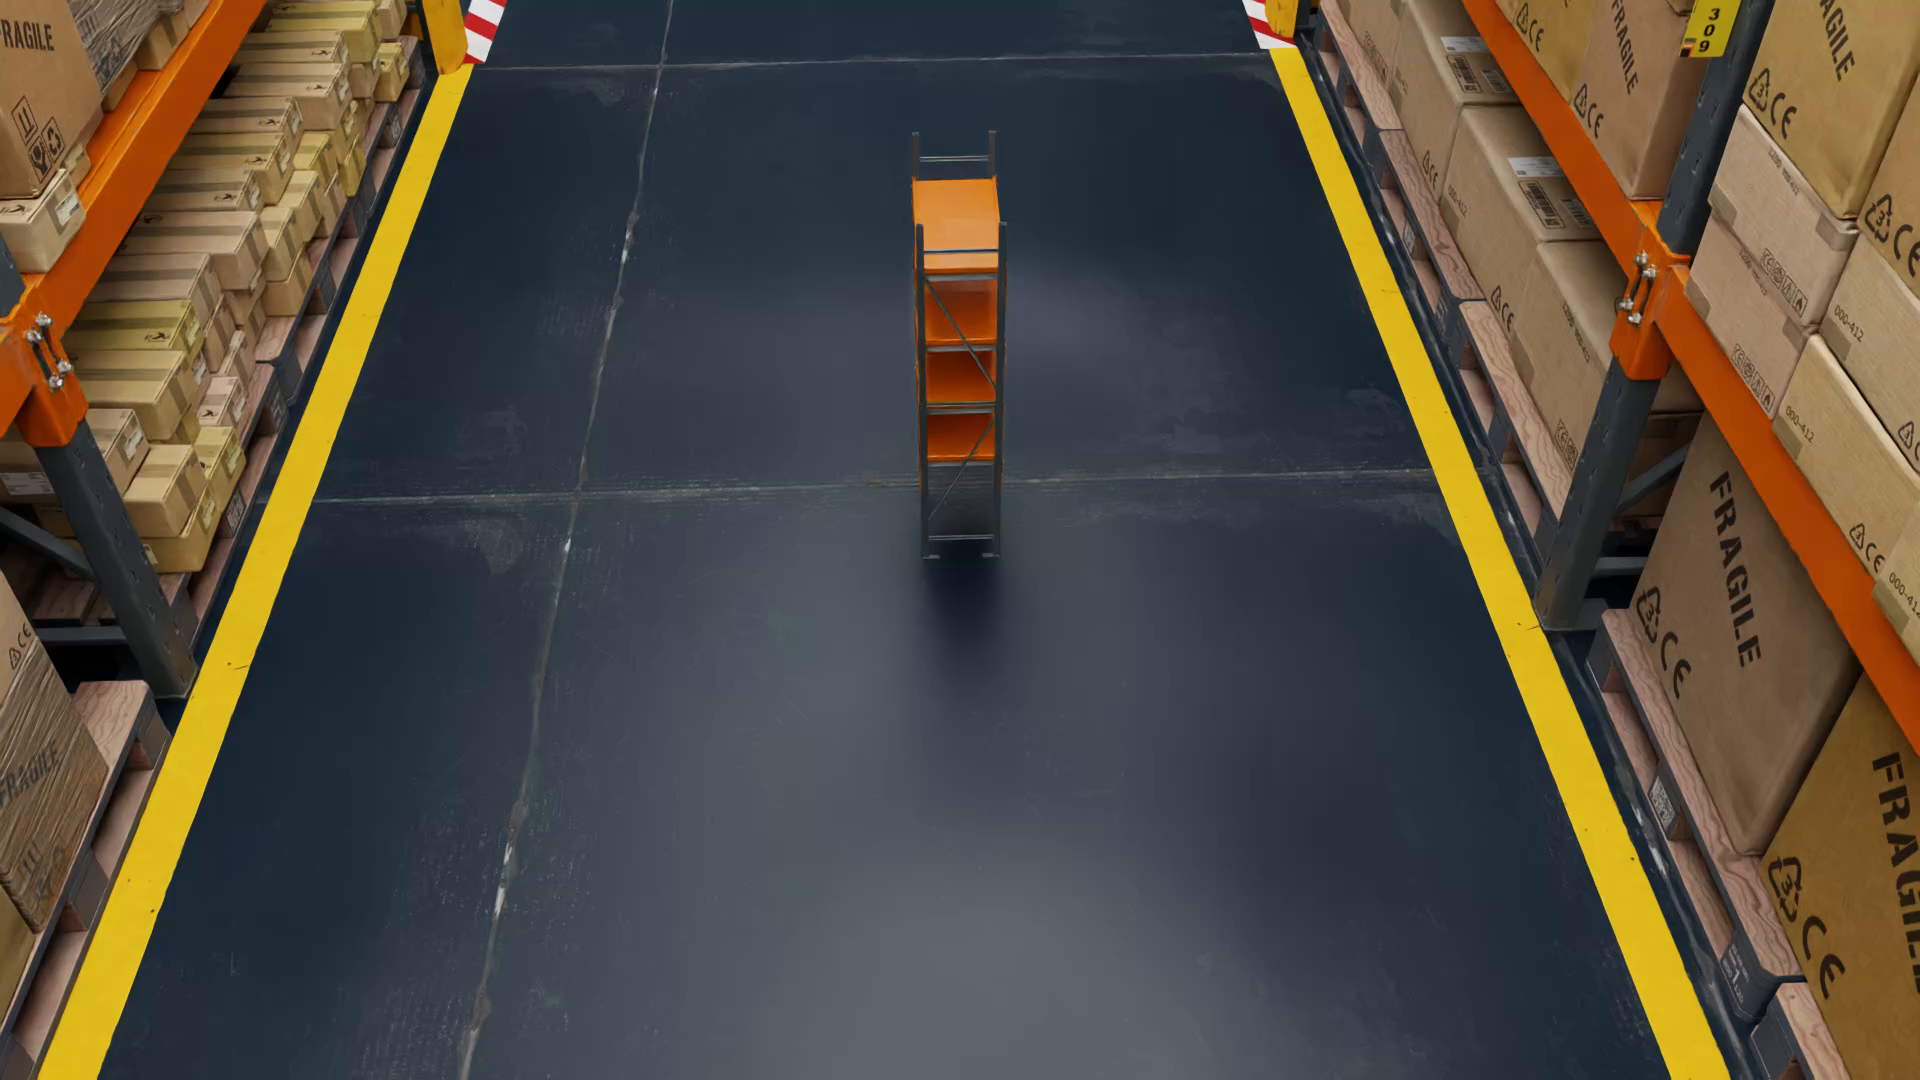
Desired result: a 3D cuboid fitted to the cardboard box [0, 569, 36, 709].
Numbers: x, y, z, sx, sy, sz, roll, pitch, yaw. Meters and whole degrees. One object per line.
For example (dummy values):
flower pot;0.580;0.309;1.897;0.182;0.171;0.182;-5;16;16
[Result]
cardboard box;-2.425;0.312;3.674;0.500;0.250;0.500;-3;43;-3

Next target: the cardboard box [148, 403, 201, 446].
cardboard box;-2.506;-0.309;4.947;0.380;0.149;0.250;-1;43;-1

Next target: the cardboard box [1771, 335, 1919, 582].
cardboard box;2.010;-0.175;3.332;0.500;0.250;0.500;-3;43;-3

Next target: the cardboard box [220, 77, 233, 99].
cardboard box;-2.639;-1.704;6.468;0.380;0.149;0.250;-2;43;-2

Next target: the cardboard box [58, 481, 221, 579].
cardboard box;-2.404;-0.033;4.865;0.380;0.149;0.250;-3;43;-4

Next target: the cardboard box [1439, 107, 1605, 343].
cardboard box;2.274;-1.126;5.843;0.875;0.438;0.875;-3;43;-3

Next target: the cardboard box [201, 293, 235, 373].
cardboard box;-2.561;-0.655;5.324;0.380;0.149;0.250;-4;43;-4

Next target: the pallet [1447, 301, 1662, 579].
pallet;2.278;-0.372;5.499;1.003;0.211;1.213;-2;43;-2

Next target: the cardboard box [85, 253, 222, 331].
cardboard box;-2.564;-0.768;5.226;0.380;0.149;0.250;-3;43;-3

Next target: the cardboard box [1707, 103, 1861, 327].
cardboard box;1.969;-0.708;3.543;0.500;0.250;0.500;-3;43;-3

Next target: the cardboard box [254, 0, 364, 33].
cardboard box;-2.650;-2.176;6.763;0.380;0.149;0.250;-1;43;-1

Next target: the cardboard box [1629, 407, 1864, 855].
cardboard box;2.338;0.161;4.116;0.875;0.875;0.875;0;43;0

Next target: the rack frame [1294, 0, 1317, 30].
rack frame;2.062;-3.584;6.941;1.000;3.000;0.127;-2;43;-2

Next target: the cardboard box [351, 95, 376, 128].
cardboard box;-2.611;-1.777;6.768;0.380;0.149;0.250;-2;43;-2

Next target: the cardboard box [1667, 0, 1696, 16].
cardboard box;1.936;-1.600;3.962;0.500;0.500;0.500;-2;43;-2

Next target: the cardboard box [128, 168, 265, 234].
cardboard box;-2.587;-1.124;5.615;0.380;0.149;0.250;-3;43;-4

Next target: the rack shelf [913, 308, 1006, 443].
rack shelf;-0.007;-0.504;5.012;0.258;0.148;0.480;-2;43;-2

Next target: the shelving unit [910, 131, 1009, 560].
shelving unit;-0.007;-0.554;4.966;0.258;1.200;0.503;-2;43;-2

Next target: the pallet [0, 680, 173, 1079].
pallet;-2.675;0.880;4.134;1.003;0.211;1.213;-2;43;-2

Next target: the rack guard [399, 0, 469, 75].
rack guard;-2.876;-2.401;7.500;1.175;0.500;0.348;-2;43;-2

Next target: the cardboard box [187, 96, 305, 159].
cardboard box;-2.597;-1.467;5.990;0.380;0.149;0.250;-3;43;-3

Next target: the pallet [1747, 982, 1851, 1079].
pallet;2.395;1.488;3.470;1.003;0.211;1.213;-2;43;-2

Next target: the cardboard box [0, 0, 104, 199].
cardboard box;-2.479;-1.162;4.003;0.500;0.500;0.500;-2;43;-3

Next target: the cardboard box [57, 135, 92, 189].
cardboard box;-2.480;-0.954;4.257;0.380;0.149;0.250;0;43;-1

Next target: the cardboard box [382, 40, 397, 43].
cardboard box;-2.649;-2.129;7.151;0.380;0.149;0.250;-1;43;-1

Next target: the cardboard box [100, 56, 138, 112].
cardboard box;-2.549;-1.316;4.652;0.380;0.149;0.250;-3;43;-4

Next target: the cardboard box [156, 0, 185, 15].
cardboard box;-2.492;-1.837;4.740;0.500;0.500;0.500;-2;43;-3

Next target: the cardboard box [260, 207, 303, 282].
cardboard box;-2.496;-1.014;5.715;0.380;0.149;0.250;-2;43;-2

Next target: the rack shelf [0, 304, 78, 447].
rack shelf;-2.625;0.942;2.535;1.077;0.370;4.000;-2;43;-2

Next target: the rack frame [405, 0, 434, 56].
rack frame;-2.879;-3.374;6.711;1.000;3.000;0.127;-2;43;-2

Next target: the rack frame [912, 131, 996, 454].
rack frame;-0.017;-0.719;5.146;0.240;1.200;0.015;-2;43;-2

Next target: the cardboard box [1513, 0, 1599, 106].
cardboard box;1.929;-1.574;4.673;0.500;0.500;0.500;-3;43;-3

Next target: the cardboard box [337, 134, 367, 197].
cardboard box;-2.514;-1.440;6.401;0.380;0.149;0.250;-3;43;-4

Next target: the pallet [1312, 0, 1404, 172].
pallet;2.174;-2.019;7.296;1.003;0.211;1.213;-2;43;-2

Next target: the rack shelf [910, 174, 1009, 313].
rack shelf;-0.007;-0.844;4.701;0.258;0.148;0.480;-2;43;-2

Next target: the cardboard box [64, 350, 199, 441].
cardboard box;-2.470;-0.423;4.850;0.380;0.149;0.250;0;43;0

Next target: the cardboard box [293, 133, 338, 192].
cardboard box;-2.521;-1.366;6.099;0.380;0.149;0.250;0;43;0

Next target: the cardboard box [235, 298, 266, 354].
cardboard box;-2.585;-0.729;5.625;0.380;0.149;0.250;-3;43;-4

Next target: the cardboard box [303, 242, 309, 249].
cardboard box;-2.587;-1.082;6.010;0.380;0.149;0.250;-1;43;-1

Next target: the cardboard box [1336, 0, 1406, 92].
cardboard box;2.190;-2.352;7.181;0.875;0.438;0.875;-3;43;-3

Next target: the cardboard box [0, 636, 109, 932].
cardboard box;-2.426;0.585;3.931;0.500;0.500;0.500;-2;43;-3

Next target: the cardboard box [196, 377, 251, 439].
cardboard box;-2.478;-0.379;5.242;0.380;0.149;0.250;-2;43;-2

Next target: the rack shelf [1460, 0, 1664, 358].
rack shelf;2.147;-1.969;5.711;1.077;0.370;4.000;-2;43;-2

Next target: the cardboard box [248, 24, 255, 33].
cardboard box;-3.065;-2.151;6.736;0.380;0.149;0.250;-1;43;-1

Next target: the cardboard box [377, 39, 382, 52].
cardboard box;-2.615;-2.062;6.858;0.380;0.149;0.250;-3;43;-3

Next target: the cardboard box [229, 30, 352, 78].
cardboard box;-2.565;-1.828;6.383;0.380;0.149;0.250;-3;43;-4

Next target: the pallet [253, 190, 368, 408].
pallet;-2.828;-0.924;6.102;1.003;0.211;1.213;-2;43;-2

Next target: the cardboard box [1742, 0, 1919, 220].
cardboard box;1.963;-0.984;3.290;0.500;0.500;0.500;-1;43;-1

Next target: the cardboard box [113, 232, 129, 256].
cardboard box;-3.028;-0.979;5.677;0.380;0.149;0.250;-4;43;-4

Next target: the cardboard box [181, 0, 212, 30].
cardboard box;-2.499;-1.669;5.037;0.380;0.149;0.250;0;43;0

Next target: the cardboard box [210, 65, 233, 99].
cardboard box;-3.060;-1.877;6.657;0.380;0.149;0.250;-1;43;-1
